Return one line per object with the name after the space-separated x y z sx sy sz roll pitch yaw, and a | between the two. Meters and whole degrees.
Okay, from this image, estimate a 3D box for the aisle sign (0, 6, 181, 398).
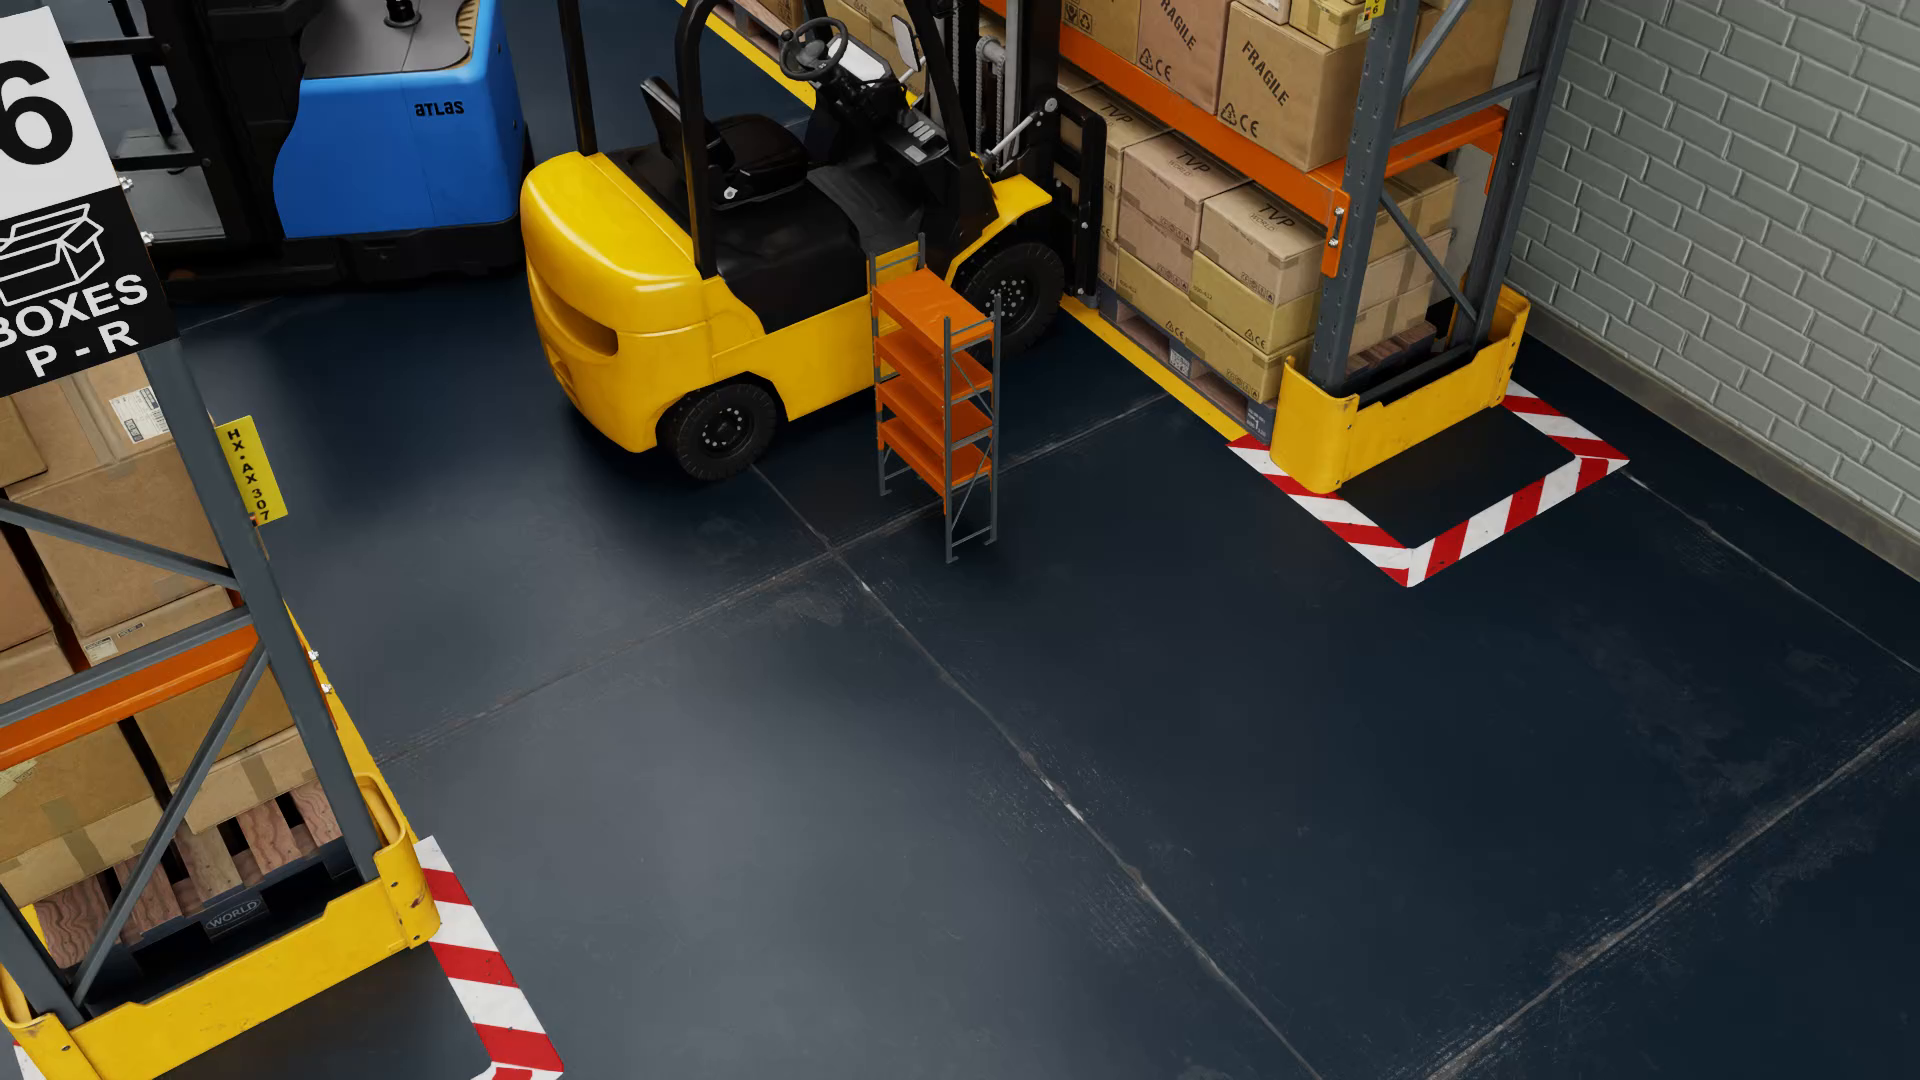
-1.916 -0.665 3.392 0.394 0.787 0.004 -26 49 -24 | aisle sign

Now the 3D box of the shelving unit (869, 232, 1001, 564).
-0.095 -0.528 6.434 0.258 1.200 0.503 -26 49 -24 | shelving unit

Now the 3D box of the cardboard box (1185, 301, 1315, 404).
1.335 -0.899 7.207 0.500 0.250 0.500 -25 49 -24 | cardboard box

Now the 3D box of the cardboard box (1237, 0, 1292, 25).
1.264 -2.090 6.225 0.380 0.149 0.250 -25 49 -24 | cardboard box

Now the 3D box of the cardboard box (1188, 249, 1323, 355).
1.328 -1.091 7.046 0.500 0.250 0.500 -26 50 -25 | cardboard box

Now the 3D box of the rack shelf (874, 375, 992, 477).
-0.095 -0.479 6.480 0.258 0.148 0.480 -26 49 -24 | rack shelf

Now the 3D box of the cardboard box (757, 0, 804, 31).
-0.733 -3.450 9.607 0.875 0.625 0.625 -24 48 -23 | cardboard box

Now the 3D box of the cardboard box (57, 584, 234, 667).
-2.230 0.179 4.572 0.380 0.149 0.250 -26 49 -24 | cardboard box

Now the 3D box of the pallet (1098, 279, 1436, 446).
1.391 -1.009 7.654 1.003 0.211 1.213 -26 49 -24 | pallet

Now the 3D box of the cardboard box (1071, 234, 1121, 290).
0.780 -1.472 7.806 0.500 0.250 0.500 -25 49 -24 | cardboard box

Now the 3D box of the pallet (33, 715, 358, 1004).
-2.685 0.854 5.703 1.003 0.211 1.213 -26 49 -24 | pallet

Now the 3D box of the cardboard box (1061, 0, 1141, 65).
0.784 -2.399 7.019 0.500 0.500 0.500 -27 50 -25 | cardboard box

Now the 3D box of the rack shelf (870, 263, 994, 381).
-0.095 -0.812 6.163 0.258 0.148 0.480 -26 49 -24 | rack shelf

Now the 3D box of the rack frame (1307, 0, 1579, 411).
1.863 -1.601 6.254 1.000 3.000 0.127 -26 49 -24 | rack frame

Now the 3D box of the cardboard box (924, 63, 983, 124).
0.166 -2.235 8.244 0.500 0.250 0.500 -26 50 -25 | cardboard box

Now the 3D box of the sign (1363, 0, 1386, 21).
1.410 -1.899 5.556 0.100 0.325 0.005 -26 49 -24 | sign

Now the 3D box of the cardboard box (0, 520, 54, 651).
-2.742 0.020 4.269 0.500 0.500 0.500 -27 50 -25 | cardboard box

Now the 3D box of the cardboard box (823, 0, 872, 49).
-0.402 -2.808 8.845 0.500 0.250 0.500 -26 49 -25 | cardboard box

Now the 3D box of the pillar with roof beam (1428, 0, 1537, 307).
-1.327 -2.820 3.187 9.100 9.000 0.400 -26 49 -24 | pillar with roof beam

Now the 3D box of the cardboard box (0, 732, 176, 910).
-2.903 0.840 5.385 0.500 0.250 0.500 -26 49 -25 | cardboard box

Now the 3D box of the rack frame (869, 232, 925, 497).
-0.234 -0.666 6.579 0.240 1.200 0.015 -26 49 -24 | rack frame

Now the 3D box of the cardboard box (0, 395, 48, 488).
-2.677 -0.346 3.928 0.700 0.500 0.500 -27 50 -25 | cardboard box

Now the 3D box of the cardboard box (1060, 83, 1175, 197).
0.750 -1.826 7.453 0.500 0.250 0.500 -25 49 -24 | cardboard box

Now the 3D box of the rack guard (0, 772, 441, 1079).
-2.249 1.223 5.106 1.175 0.500 0.348 -26 49 -24 | rack guard

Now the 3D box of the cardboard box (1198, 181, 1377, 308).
1.344 -1.257 6.858 0.500 0.250 0.500 -24 49 -23 | cardboard box

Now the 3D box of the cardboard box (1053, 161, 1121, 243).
0.738 -1.663 7.645 0.500 0.250 0.500 -27 50 -25 | cardboard box

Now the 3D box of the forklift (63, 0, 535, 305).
-3.671 -2.550 7.298 3.031 2.935 1.130 -6 44 -6 | forklift

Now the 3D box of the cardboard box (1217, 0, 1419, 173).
1.366 -1.812 6.403 0.500 0.500 0.500 -27 50 -25 | cardboard box

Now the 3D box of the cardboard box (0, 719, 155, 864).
-2.878 0.583 5.111 0.500 0.500 0.500 -25 49 -24 | cardboard box

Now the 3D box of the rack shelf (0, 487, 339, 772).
-3.350 -0.510 5.633 1.077 0.370 4.000 -26 49 -24 | rack shelf

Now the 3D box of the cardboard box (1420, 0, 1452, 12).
1.882 -2.166 6.304 0.380 0.149 0.250 -27 50 -25 | cardboard box

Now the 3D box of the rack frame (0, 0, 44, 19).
-2.206 -1.808 2.127 1.000 3.000 0.127 -26 49 -24 | rack frame

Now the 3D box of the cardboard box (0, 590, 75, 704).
-2.595 0.326 4.418 0.380 0.149 0.250 -24 49 -23 | cardboard box

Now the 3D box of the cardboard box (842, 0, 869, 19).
-0.406 -2.987 8.670 0.500 0.250 0.500 -26 50 -25 | cardboard box

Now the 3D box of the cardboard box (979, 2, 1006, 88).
0.173 -2.416 8.072 0.500 0.250 0.500 -24 49 -23 | cardboard box
